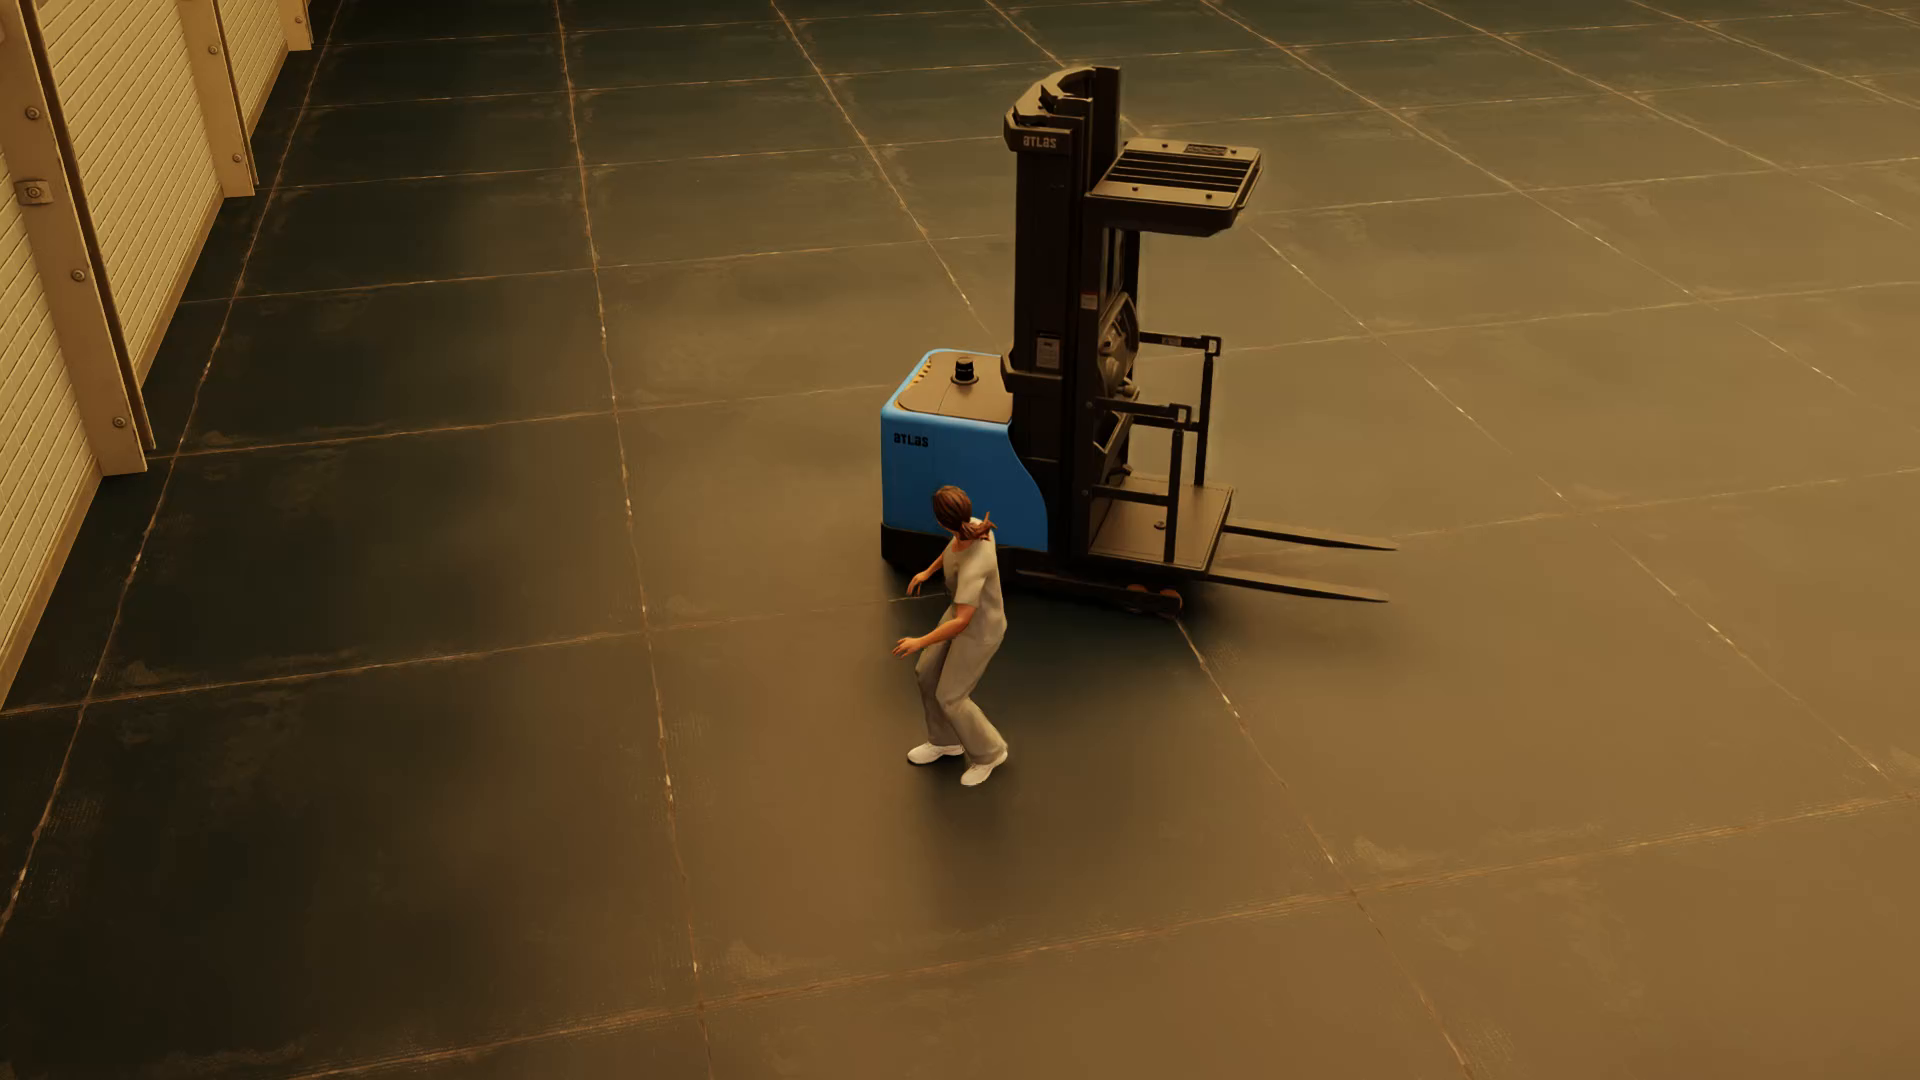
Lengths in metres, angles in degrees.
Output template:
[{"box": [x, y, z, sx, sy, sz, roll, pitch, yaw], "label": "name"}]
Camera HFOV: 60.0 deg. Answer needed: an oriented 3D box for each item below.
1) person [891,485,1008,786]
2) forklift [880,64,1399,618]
[{"box": [-0.078, 0.453, 8.152, 0.622, 1.599, 0.682, -8, 31, -13], "label": "person"}, {"box": [1.094, -1.110, 9.492, 3.031, 2.935, 1.130, 9, 31, 15], "label": "forklift"}]
